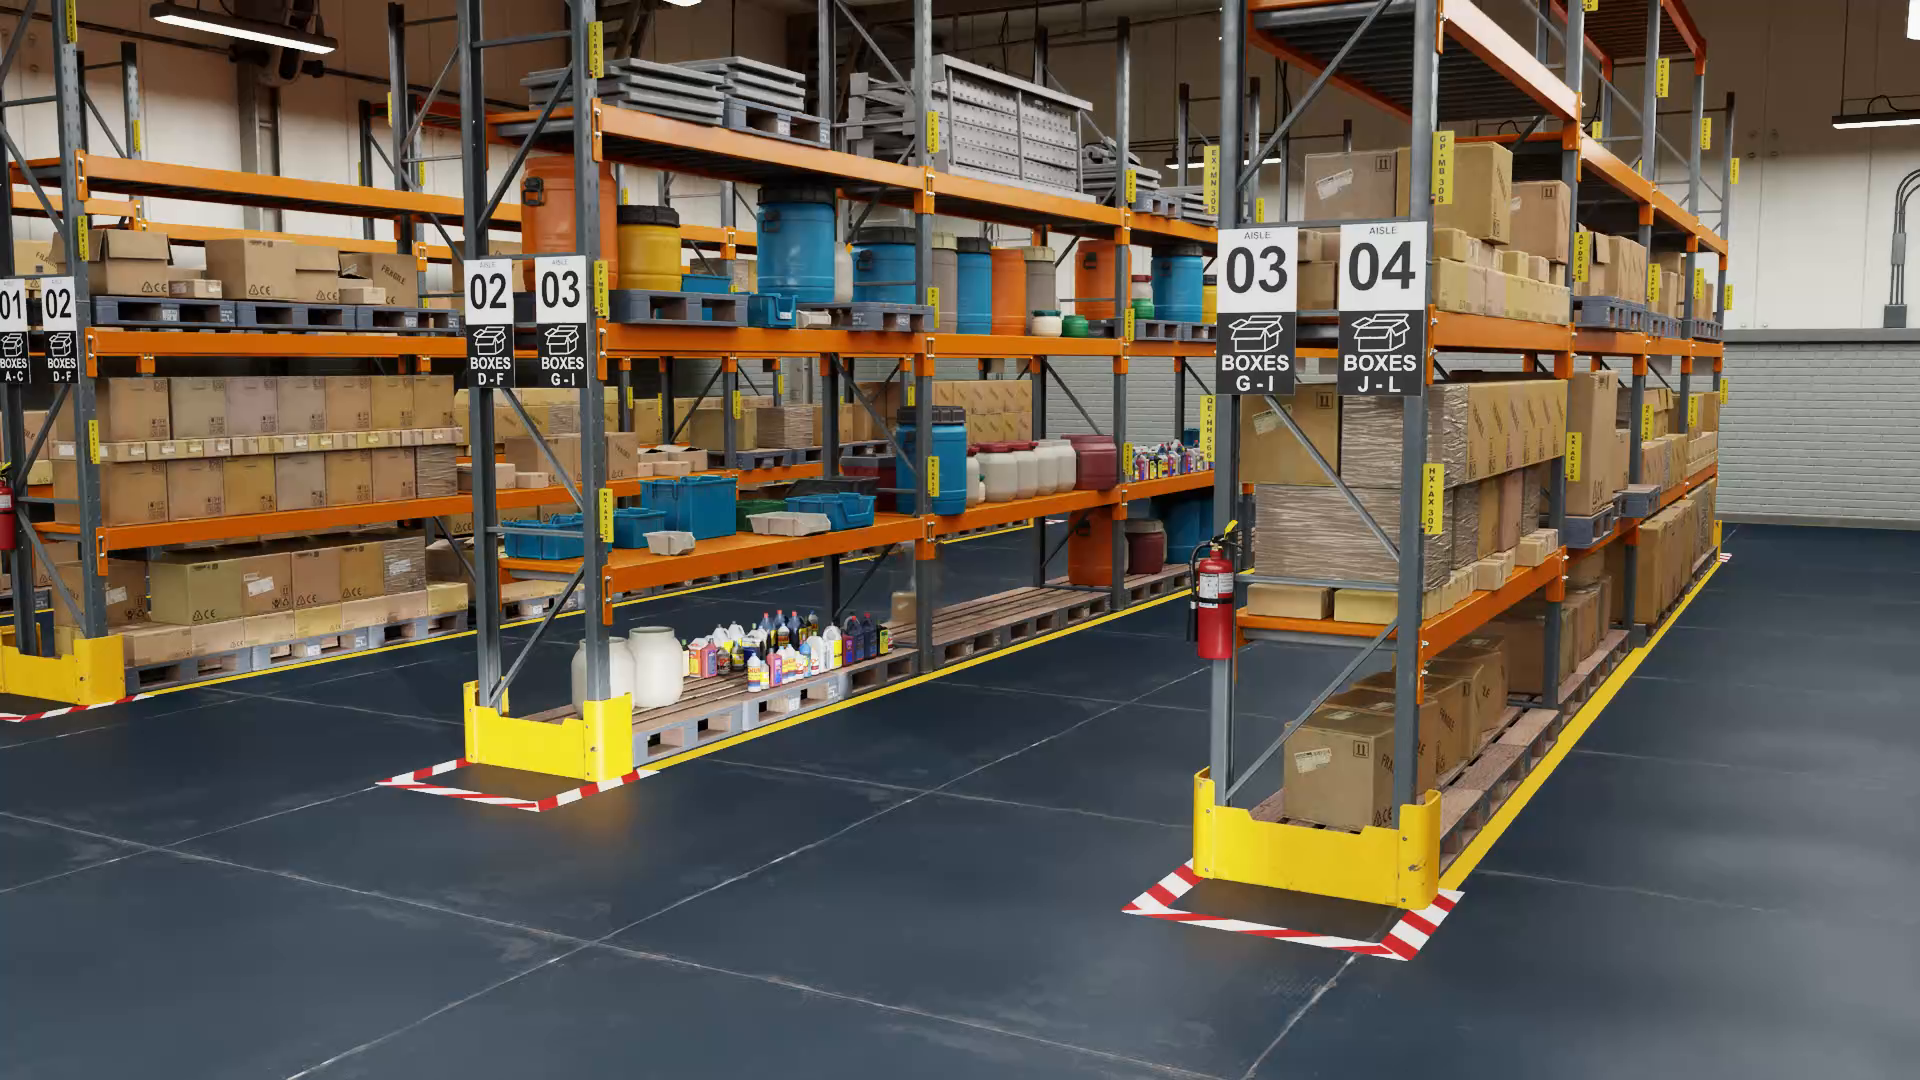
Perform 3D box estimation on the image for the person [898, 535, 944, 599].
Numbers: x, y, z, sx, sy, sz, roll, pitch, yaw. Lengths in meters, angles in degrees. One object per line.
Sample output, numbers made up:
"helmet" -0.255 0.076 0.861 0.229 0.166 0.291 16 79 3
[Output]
"person" -0.405 0.040 15.937 0.525 1.657 0.682 3 7 24
